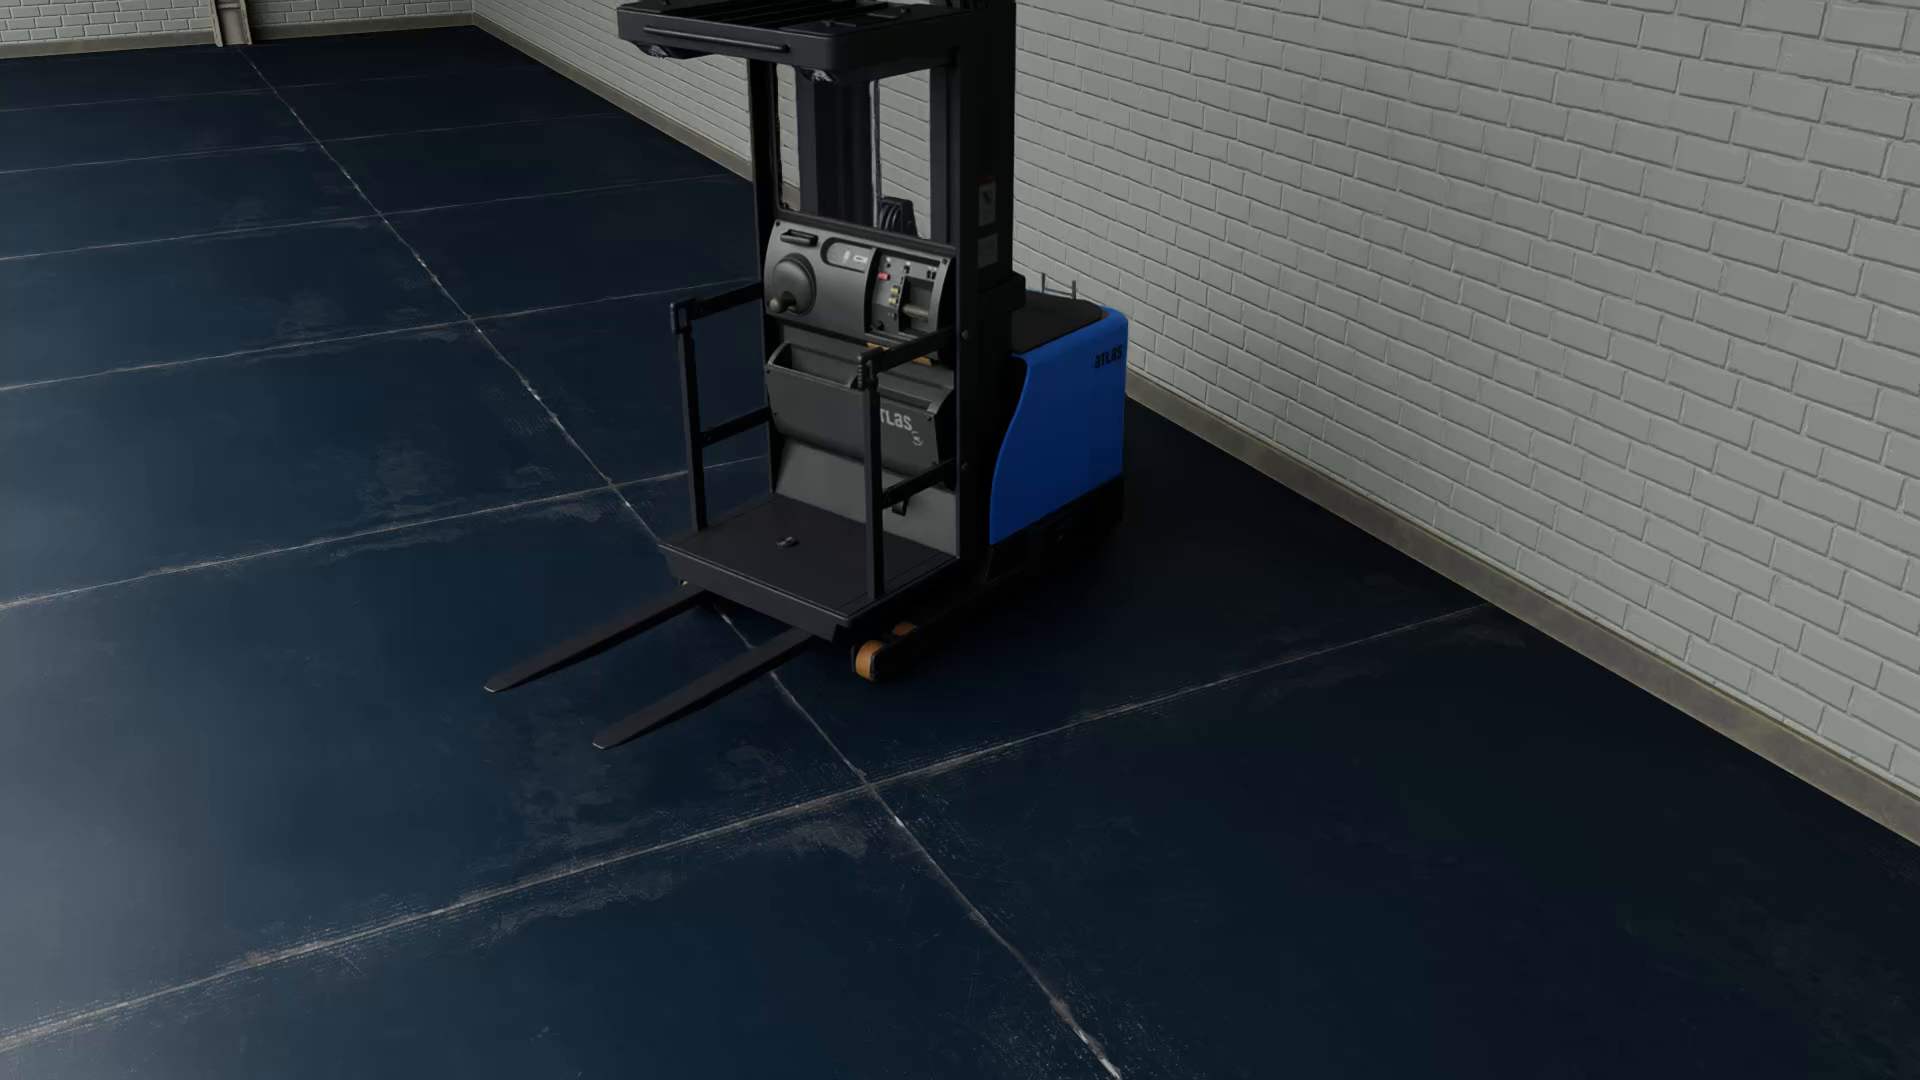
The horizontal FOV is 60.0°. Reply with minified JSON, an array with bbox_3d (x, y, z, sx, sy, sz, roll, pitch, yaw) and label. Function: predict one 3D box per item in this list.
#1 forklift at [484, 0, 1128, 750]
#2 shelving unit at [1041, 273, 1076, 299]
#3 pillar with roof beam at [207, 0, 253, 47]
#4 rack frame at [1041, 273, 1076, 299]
[{"bbox_3d":[-0.548,-1.001,6.449,1.130,2.935,3.031,19,32,34],"label":"forklift"},{"bbox_3d":[0.396,-0.740,8.078,0.215,1.050,0.252,19,32,34],"label":"shelving unit"},{"bbox_3d":[-6.922,-8.532,15.124,0.400,9.000,9.100,-13,29,-25],"label":"pillar with roof beam"},{"bbox_3d":[0.472,-0.781,8.164,0.200,1.050,0.008,19,32,34],"label":"rack frame"}]
